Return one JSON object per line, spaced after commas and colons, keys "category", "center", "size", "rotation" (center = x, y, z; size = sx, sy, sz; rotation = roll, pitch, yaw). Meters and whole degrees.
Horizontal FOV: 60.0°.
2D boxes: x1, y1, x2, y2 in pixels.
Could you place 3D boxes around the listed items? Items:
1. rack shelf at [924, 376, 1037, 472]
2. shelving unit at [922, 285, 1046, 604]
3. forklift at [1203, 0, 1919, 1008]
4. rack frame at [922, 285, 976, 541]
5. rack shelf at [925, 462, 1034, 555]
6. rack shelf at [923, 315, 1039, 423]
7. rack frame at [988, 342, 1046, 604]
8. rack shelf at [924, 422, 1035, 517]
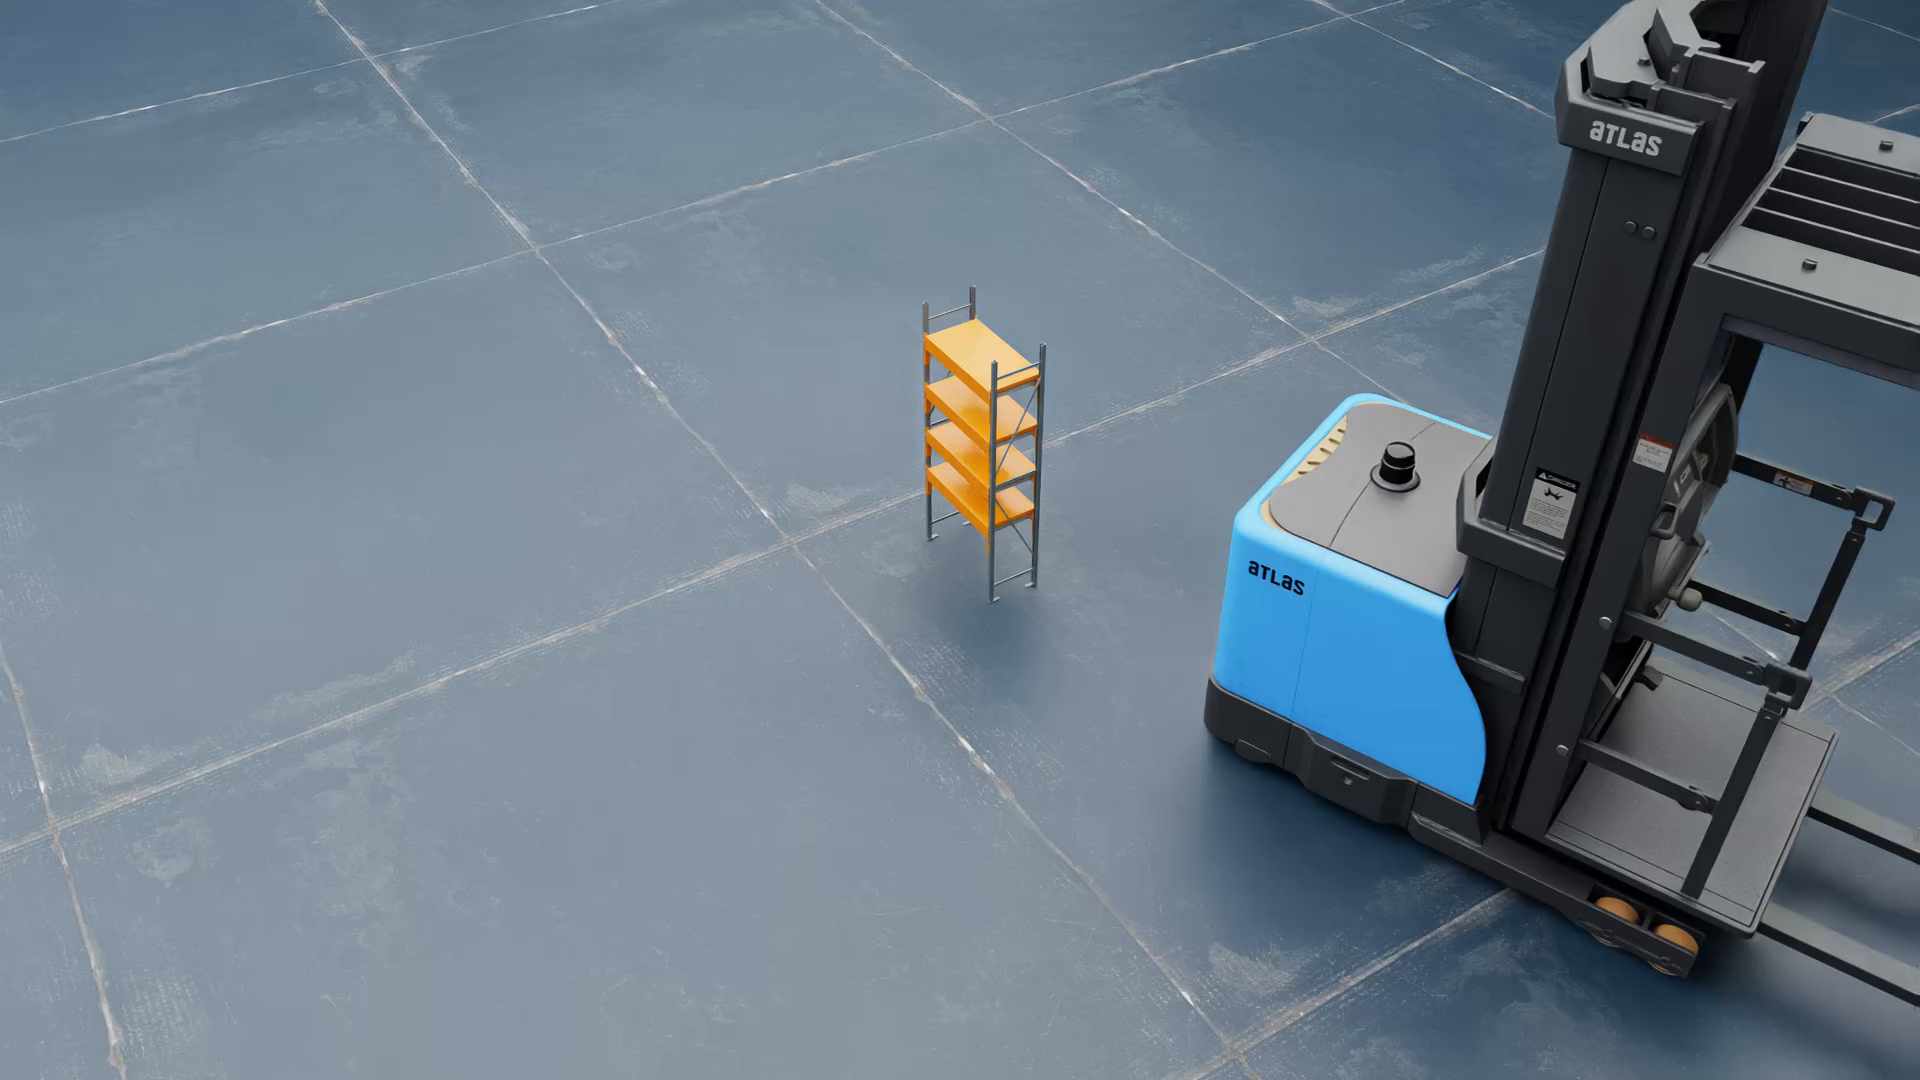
{"category": "rack shelf", "center": [0.089, -0.492, 6.659], "size": [0.258, 0.148, 0.480], "rotation": [-22, 45, -24]}
{"category": "shelving unit", "center": [0.089, -0.372, 6.759], "size": [0.258, 1.200, 0.503], "rotation": [-22, 45, -24]}
{"category": "forklift", "center": [2.417, -0.074, 5.050], "size": [3.031, 2.935, 1.130], "rotation": [25, 46, 27]}
{"category": "rack frame", "center": [-0.042, -0.503, 6.917], "size": [0.240, 1.200, 0.015], "rotation": [-22, 45, -24]}
{"category": "rack shelf", "center": [0.089, -0.167, 6.929], "size": [0.258, 0.148, 0.480], "rotation": [-22, 45, -24]}
{"category": "rack shelf", "center": [0.089, -0.673, 6.507], "size": [0.258, 0.148, 0.480], "rotation": [-22, 45, -24]}
{"category": "rack frame", "center": [0.220, -0.240, 6.601], "size": [0.240, 1.200, 0.015], "rotation": [-22, 45, -24]}
{"category": "rack shelf", "center": [0.089, -0.320, 6.802], "size": [0.258, 0.148, 0.480], "rotation": [-22, 45, -24]}
